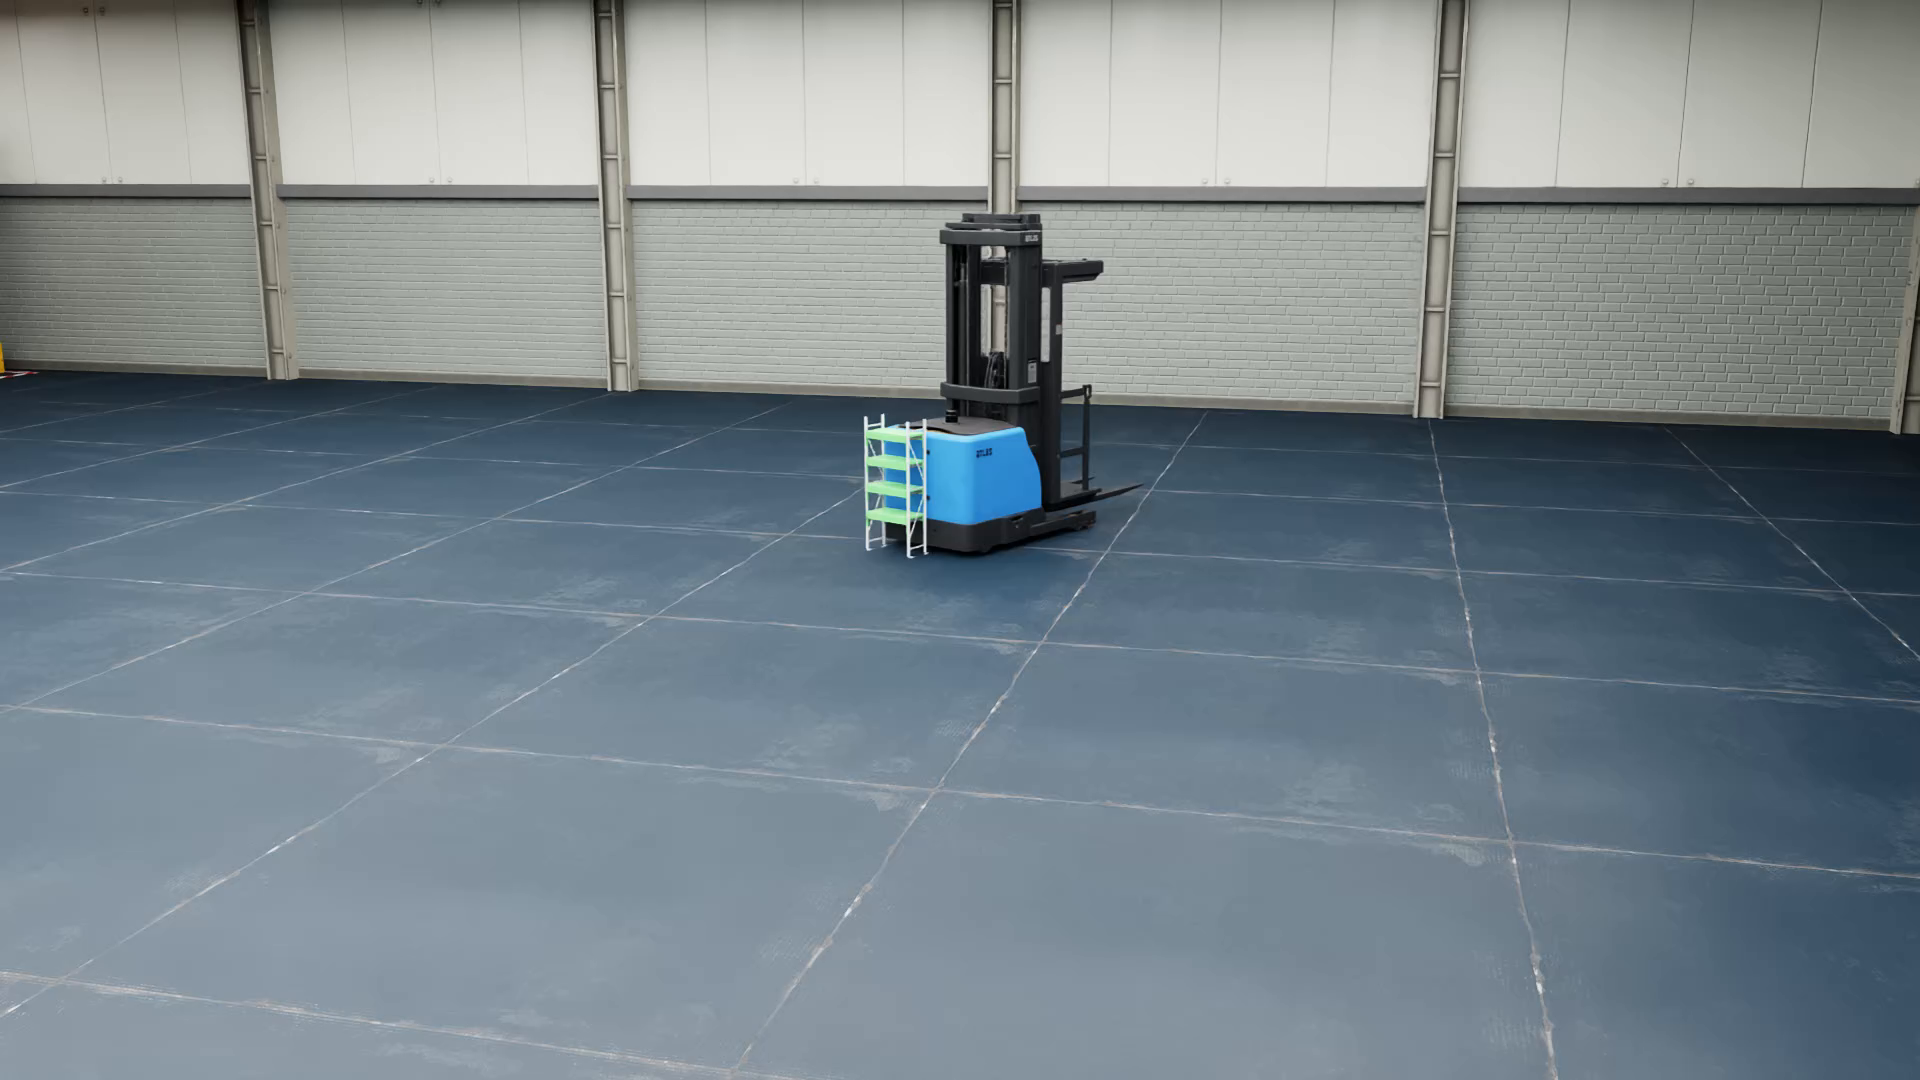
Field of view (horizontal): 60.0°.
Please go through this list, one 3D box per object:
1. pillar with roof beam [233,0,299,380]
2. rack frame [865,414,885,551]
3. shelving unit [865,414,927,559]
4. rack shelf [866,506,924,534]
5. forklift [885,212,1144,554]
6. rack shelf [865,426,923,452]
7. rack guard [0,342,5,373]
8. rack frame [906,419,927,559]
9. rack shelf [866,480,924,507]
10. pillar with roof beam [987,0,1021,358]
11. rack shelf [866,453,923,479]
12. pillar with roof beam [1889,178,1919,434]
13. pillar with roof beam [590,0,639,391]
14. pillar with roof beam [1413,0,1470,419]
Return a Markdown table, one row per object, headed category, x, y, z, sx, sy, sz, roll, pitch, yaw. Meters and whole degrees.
| category | x | y | z | sx | sy | sz | roll | pitch | yaw |
| --- | --- | --- | --- | --- | --- | --- | --- | --- | --- |
| pillar with roof beam | -12.058 | -6.122 | 22.066 | 0.400 | 9.000 | 9.100 | 3 | 13 | 14 |
| rack frame | -0.754 | -0.510 | 14.778 | 0.015 | 1.200 | 0.240 | 10 | 16 | 38 |
| shelving unit | -0.566 | -0.476 | 14.627 | 0.503 | 1.200 | 0.258 | 10 | 16 | 38 |
| rack shelf | -0.566 | -0.180 | 14.693 | 0.480 | 0.148 | 0.258 | 10 | 16 | 38 |
| forklift | 0.635 | -1.574 | 15.577 | 1.130 | 2.935 | 3.031 | 10 | 16 | 38 |
| rack shelf | -0.566 | -0.883 | 14.537 | 0.480 | 0.148 | 0.258 | 10 | 16 | 38 |
| rack guard | -16.369 | -2.962 | 27.447 | 0.348 | 0.500 | 1.175 | 3 | 13 | 14 |
| rack frame | -0.378 | -0.443 | 14.475 | 0.015 | 1.200 | 0.240 | 10 | 16 | 38 |
| rack shelf | -0.566 | -0.414 | 14.641 | 0.480 | 0.148 | 0.258 | 10 | 16 | 38 |
| pillar with roof beam | -0.408 | -5.499 | 19.259 | 0.400 | 9.000 | 9.100 | 3 | 13 | 14 |
| rack shelf | -0.566 | -0.648 | 14.589 | 0.480 | 0.148 | 0.258 | 10 | 16 | 38 |
| pillar with roof beam | 11.243 | -4.876 | 16.452 | 0.400 | 9.000 | 9.100 | 3 | 13 | 14 |
| pillar with roof beam | -6.233 | -5.810 | 20.662 | 0.400 | 9.000 | 9.100 | 3 | 13 | 14 |
| pillar with roof beam | 5.417 | -5.187 | 17.855 | 0.400 | 9.000 | 9.100 | 3 | 13 | 14 |
